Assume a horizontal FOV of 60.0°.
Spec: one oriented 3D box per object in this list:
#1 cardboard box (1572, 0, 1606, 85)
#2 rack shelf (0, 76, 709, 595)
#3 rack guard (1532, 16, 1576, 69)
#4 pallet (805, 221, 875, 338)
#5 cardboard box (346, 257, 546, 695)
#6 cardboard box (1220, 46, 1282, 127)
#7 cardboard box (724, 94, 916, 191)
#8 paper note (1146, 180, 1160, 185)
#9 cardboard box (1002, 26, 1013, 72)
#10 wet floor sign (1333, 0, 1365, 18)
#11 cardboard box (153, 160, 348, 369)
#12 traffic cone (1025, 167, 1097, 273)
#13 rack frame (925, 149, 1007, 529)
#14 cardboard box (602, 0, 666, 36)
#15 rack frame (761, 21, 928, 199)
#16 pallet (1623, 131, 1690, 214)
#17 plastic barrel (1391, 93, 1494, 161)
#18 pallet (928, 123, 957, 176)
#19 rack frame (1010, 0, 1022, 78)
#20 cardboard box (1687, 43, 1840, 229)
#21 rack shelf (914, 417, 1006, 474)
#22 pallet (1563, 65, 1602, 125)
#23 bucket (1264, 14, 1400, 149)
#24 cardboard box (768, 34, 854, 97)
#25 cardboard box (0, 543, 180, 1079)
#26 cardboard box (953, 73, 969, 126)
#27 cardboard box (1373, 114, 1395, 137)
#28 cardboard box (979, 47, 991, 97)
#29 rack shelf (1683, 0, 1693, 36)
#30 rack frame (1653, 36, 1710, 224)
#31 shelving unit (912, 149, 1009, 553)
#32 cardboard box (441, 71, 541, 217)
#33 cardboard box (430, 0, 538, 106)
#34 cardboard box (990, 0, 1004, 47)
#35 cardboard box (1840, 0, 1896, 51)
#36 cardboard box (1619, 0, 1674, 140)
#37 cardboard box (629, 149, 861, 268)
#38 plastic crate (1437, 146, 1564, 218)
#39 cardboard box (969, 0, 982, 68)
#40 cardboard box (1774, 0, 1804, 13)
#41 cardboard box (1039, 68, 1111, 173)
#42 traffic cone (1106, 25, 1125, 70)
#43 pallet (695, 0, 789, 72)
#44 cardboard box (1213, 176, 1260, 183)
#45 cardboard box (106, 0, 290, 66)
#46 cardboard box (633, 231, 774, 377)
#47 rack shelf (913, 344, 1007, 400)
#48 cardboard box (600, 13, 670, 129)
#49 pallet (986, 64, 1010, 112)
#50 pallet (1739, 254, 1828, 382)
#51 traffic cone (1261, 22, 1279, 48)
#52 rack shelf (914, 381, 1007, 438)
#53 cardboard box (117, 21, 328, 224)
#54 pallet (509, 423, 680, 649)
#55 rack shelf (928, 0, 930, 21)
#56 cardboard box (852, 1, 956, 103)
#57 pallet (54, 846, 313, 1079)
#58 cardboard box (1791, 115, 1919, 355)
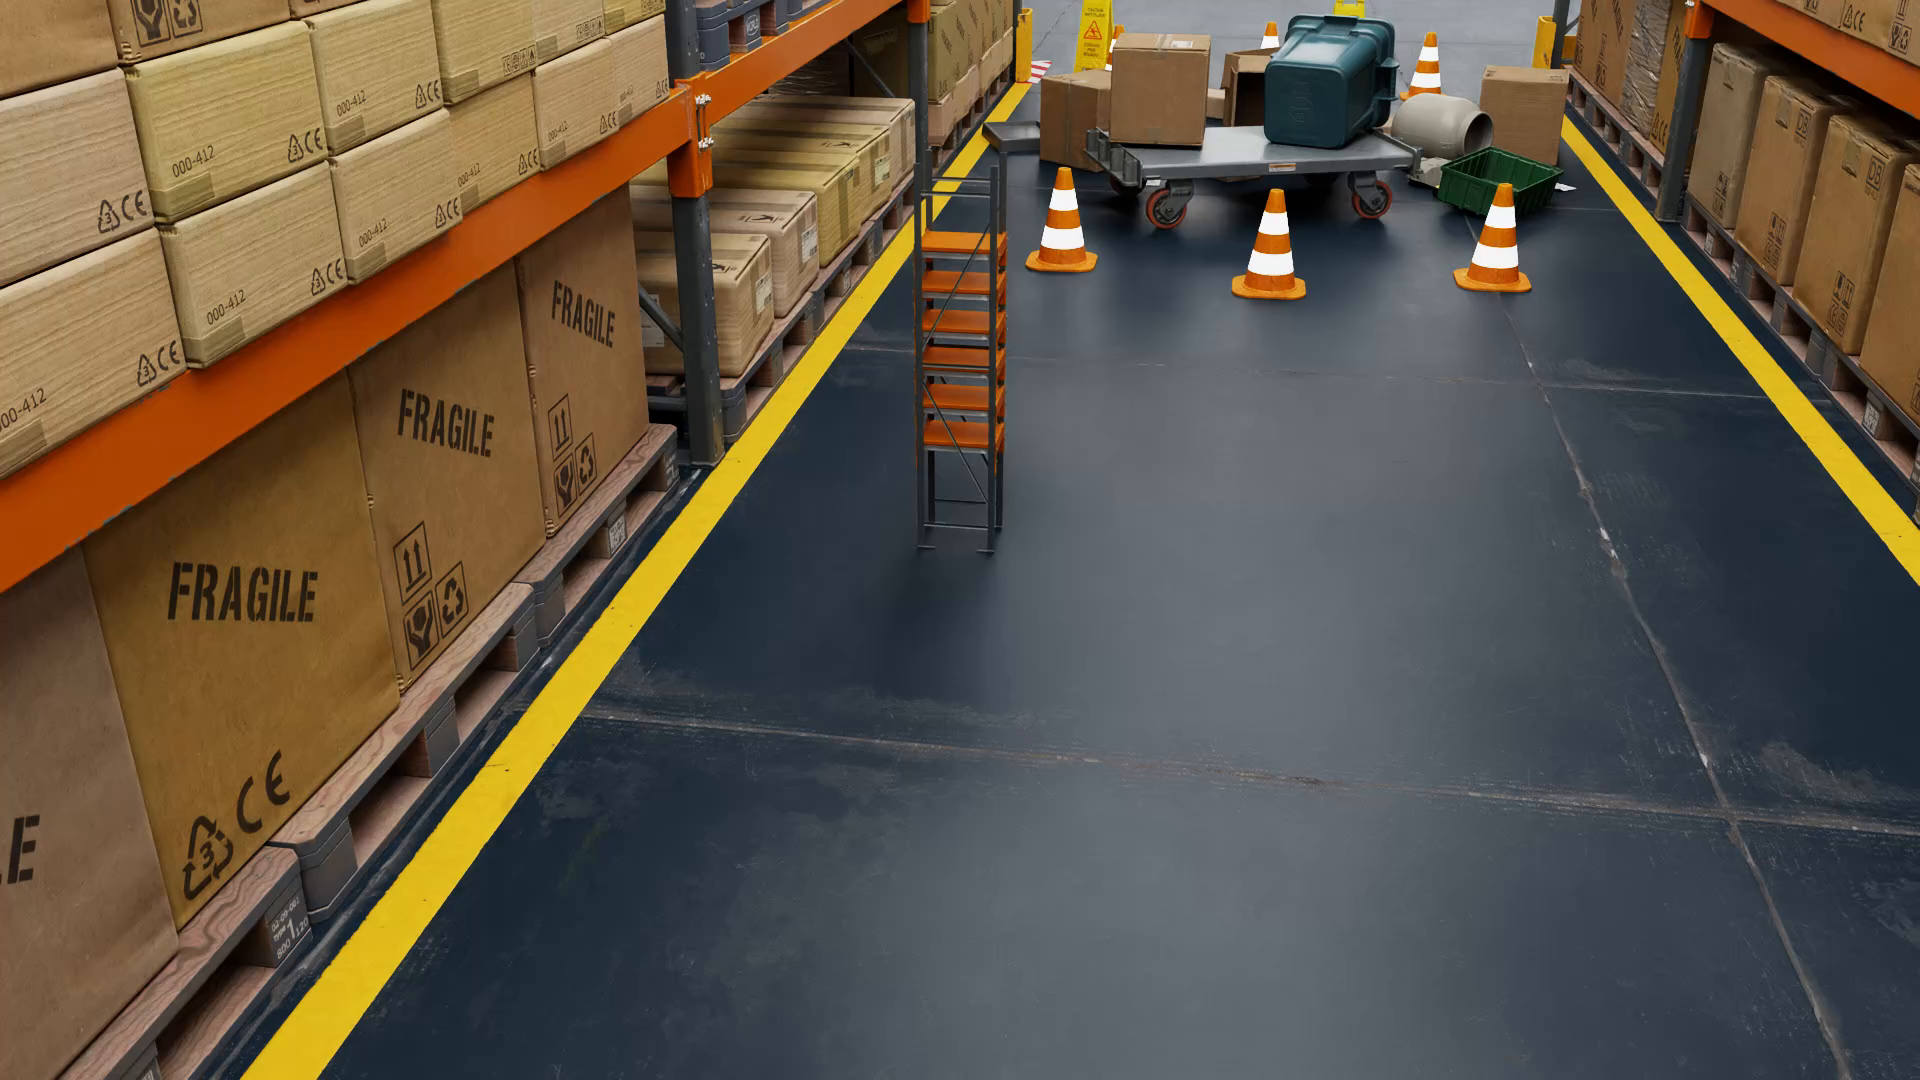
[{"bbox_3d":[4.828,-3.648,11.516,0.875,0.875,0.875,4,25,9],"label":"cardboard box"},{"bbox_3d":[-1.660,-0.501,3.630,1.077,0.370,4.000,4,25,9],"label":"rack shelf"},{"bbox_3d":[4.878,-3.586,12.322,1.175,0.500,0.348,4,25,9],"label":"rack guard"},{"bbox_3d":[-1.002,-1.236,7.641,1.003,0.211,1.213,4,25,9],"label":"pallet"},{"bbox_3d":[-1.678,-0.235,4.225,0.875,0.875,0.875,4,25,9],"label":"cardboard box"},{"bbox_3d":[2.185,-2.968,10.998,0.797,0.503,0.637,-14,29,-27],"label":"cardboard box"},{"bbox_3d":[-0.763,-2.117,8.838,0.950,0.372,0.625,4,25,9],"label":"cardboard box"},{"bbox_3d":[1.090,-2.095,9.689,0.148,0.019,0.142,4,25,9],"label":"paper note"},{"bbox_3d":[0.104,-3.587,12.123,0.500,0.250,0.500,4,25,8],"label":"cardboard box"},{"bbox_3d":[2.925,-3.791,12.589,0.267,0.644,0.232,0,25,-1],"label":"wet floor sign"},{"bbox_3d":[-1.472,-0.518,2.995,0.500,0.250,0.500,4,25,8],"label":"cardboard box"},{"bbox_3d":[0.499,-1.571,8.061,0.336,0.463,0.334,4,25,9],"label":"traffic cone"},{"bbox_3d":[0.017,-0.588,5.090,0.240,1.200,0.006,4,25,9],"label":"rack frame"},{"bbox_3d":[-1.162,-1.601,4.720,0.500,0.250,0.500,4,25,8],"label":"cardboard box"},{"bbox_3d":[-0.680,-3.336,8.839,1.000,3.000,0.127,4,25,9],"label":"rack frame"},{"bbox_3d":[4.422,-2.085,9.455,1.003,0.211,1.213,4,25,9],"label":"pallet"},{"bbox_3d":[2.892,-2.449,9.983,0.421,0.421,0.512,-20,32,-36],"label":"plastic barrel"},{"bbox_3d":[-0.605,-2.356,10.035,1.003,0.211,1.213,4,25,9],"label":"pallet"},{"bbox_3d":[-0.026,-5.009,12.413,1.000,3.000,0.127,4,25,9],"label":"rack frame"},{"bbox_3d":[4.208,-1.941,8.016,1.050,0.750,0.750,4,25,8],"label":"cardboard box"},{"bbox_3d":[0.002,-0.292,5.129,0.258,0.103,0.180,4,25,9],"label":"rack shelf"},{"bbox_3d":[4.821,-3.105,11.636,1.003,0.211,1.213,4,25,9],"label":"pallet"},{"bbox_3d":[1.968,-2.458,9.031,0.726,0.611,0.620,13,38,26],"label":"bucket"},{"bbox_3d":[-0.848,-2.887,9.742,0.500,0.500,0.500,4,25,8],"label":"cardboard box"},{"bbox_3d":[-1.965,0.517,2.618,0.875,0.875,0.875,5,26,10],"label":"cardboard box"},{"bbox_3d":[-0.241,-2.733,10.299,0.500,0.250,0.500,5,26,11],"label":"cardboard box"},{"bbox_3d":[2.684,-2.644,10.585,0.396,0.266,0.258,8,26,18],"label":"cardboard box"},{"bbox_3d":[-0.065,-3.162,11.215,0.500,0.250,0.500,3,25,7],"label":"cardboard box"},{"bbox_3d":[4.547,-3.546,10.136,1.077,0.370,4.000,4,25,9],"label":"rack shelf"},{"bbox_3d":[4.220,-3.035,8.196,1.000,3.000,0.127,4,25,9],"label":"rack frame"},{"bbox_3d":[0.002,-0.549,5.009,0.258,1.200,0.189,4,25,9],"label":"shelving unit"},{"bbox_3d":[-1.326,-0.941,3.900,0.500,0.250,0.500,4,25,8],"label":"cardboard box"},{"bbox_3d":[-1.305,-1.171,3.801,0.500,0.250,0.500,3,25,7],"label":"cardboard box"},{"bbox_3d":[0.019,-3.722,11.527,0.500,0.500,0.500,5,26,10],"label":"cardboard box"},{"bbox_3d":[3.540,-2.032,5.936,0.500,0.500,0.500,4,25,8],"label":"cardboard box"},{"bbox_3d":[4.536,-2.899,9.915,0.875,0.875,0.875,4,25,9],"label":"cardboard box"},{"bbox_3d":[-0.989,-1.525,7.573,0.950,0.372,0.625,5,26,10],"label":"cardboard box"},{"bbox_3d":[2.956,-1.951,9.130,0.450,0.188,0.662,29,36,30],"label":"plastic crate"},{"bbox_3d":[-0.155,-3.290,10.604,0.500,0.500,0.500,5,26,11],"label":"cardboard box"},{"bbox_3d":[3.703,-2.459,6.848,0.500,0.500,0.500,4,25,8],"label":"cardboard box"},{"bbox_3d":[0.838,-2.559,10.124,0.500,0.500,0.500,-20,32,-36],"label":"cardboard box"},{"bbox_3d":[1.177,-3.591,12.376,0.336,0.463,0.334,4,25,9],"label":"traffic cone"},{"bbox_3d":[-1.322,-1.882,5.958,1.213,0.211,1.003,4,25,9],"label":"pallet"},{"bbox_3d":[1.571,-2.290,9.829,0.258,0.266,0.396,-14,29,-27],"label":"cardboard box"},{"bbox_3d":[-1.491,-1.077,2.715,0.500,0.500,0.500,3,25,7],"label":"cardboard box"},{"bbox_3d":[-1.231,-0.899,6.236,0.950,0.372,0.625,2,25,5],"label":"cardboard box"},{"bbox_3d":[0.002,-0.509,5.027,0.258,0.103,0.180,4,25,9],"label":"rack shelf"},{"bbox_3d":[-1.160,-1.366,4.806,0.500,0.250,0.500,3,25,7],"label":"cardboard box"},{"bbox_3d":[-0.206,-3.377,12.216,1.003,0.211,1.213,4,25,9],"label":"pallet"},{"bbox_3d":[3.972,-0.933,6.994,1.003,0.211,1.213,4,25,9],"label":"pallet"},{"bbox_3d":[2.327,-3.656,12.515,0.336,0.463,0.334,4,25,9],"label":"traffic cone"},{"bbox_3d":[0.002,-0.401,5.078,0.258,0.103,0.180,4,25,9],"label":"rack shelf"},{"bbox_3d":[-1.471,-0.742,2.885,0.500,0.250,0.500,4,25,9],"label":"cardboard box"},{"bbox_3d":[-1.537,-0.076,5.163,1.003,0.211,1.213,4,25,9],"label":"pallet"},{"bbox_3d":[-0.353,-3.847,10.778,1.077,0.370,4.000,4,25,9],"label":"rack shelf"},{"bbox_3d":[-0.317,-2.849,9.661,0.500,0.500,0.500,5,26,11],"label":"cardboard box"},{"bbox_3d":[-1.935,0.945,2.982,1.003,0.211,1.213,4,25,9],"label":"pallet"},{"bbox_3d":[3.895,-1.148,6.323,1.050,0.750,0.750,4,25,9],"label":"cardboard box"}]
